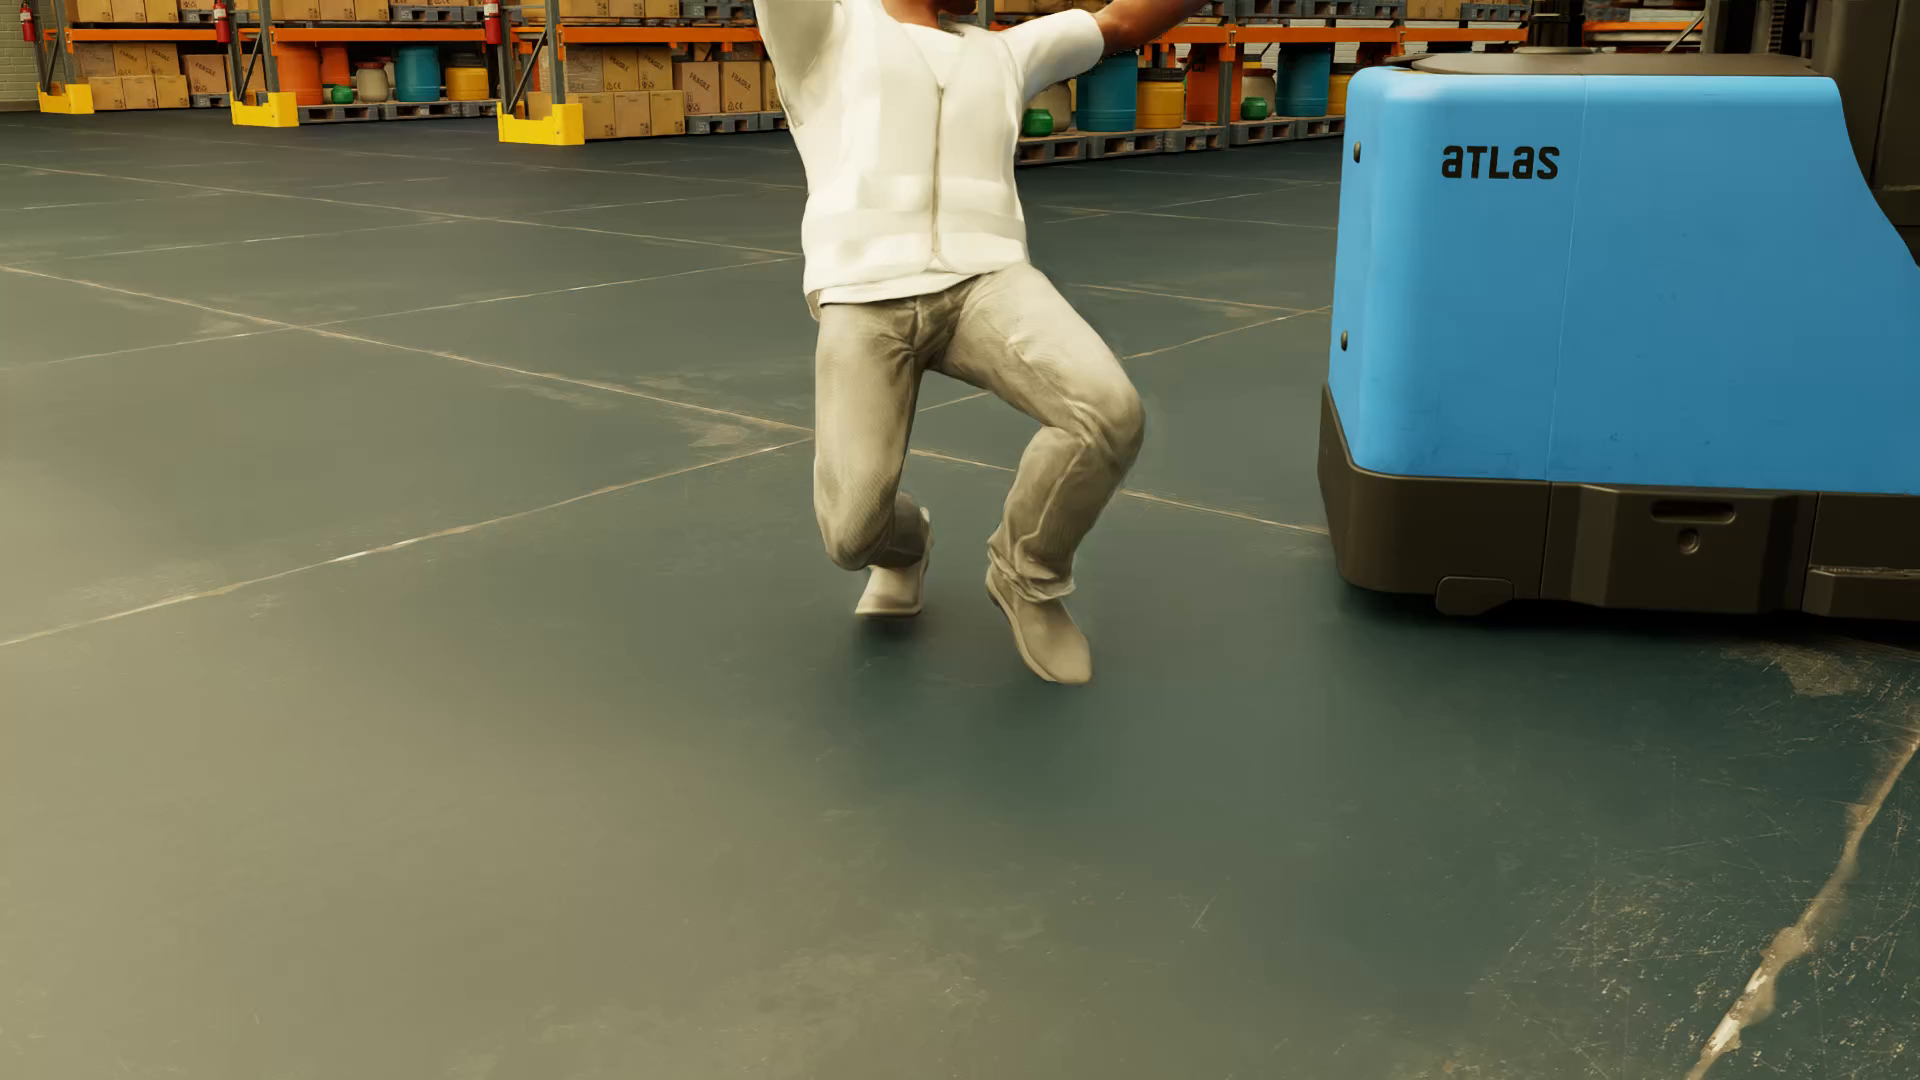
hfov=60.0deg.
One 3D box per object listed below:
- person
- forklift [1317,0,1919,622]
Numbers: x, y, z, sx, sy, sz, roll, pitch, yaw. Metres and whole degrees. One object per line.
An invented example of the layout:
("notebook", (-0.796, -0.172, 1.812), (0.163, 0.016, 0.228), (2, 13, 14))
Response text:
("person", (0.207, -0.562, 3.072), (1.156, 1.640, 0.841), (-4, 17, -13))
("forklift", (2.350, -1.316, 3.233), (3.031, 2.935, 1.130), (2, 17, 8))
